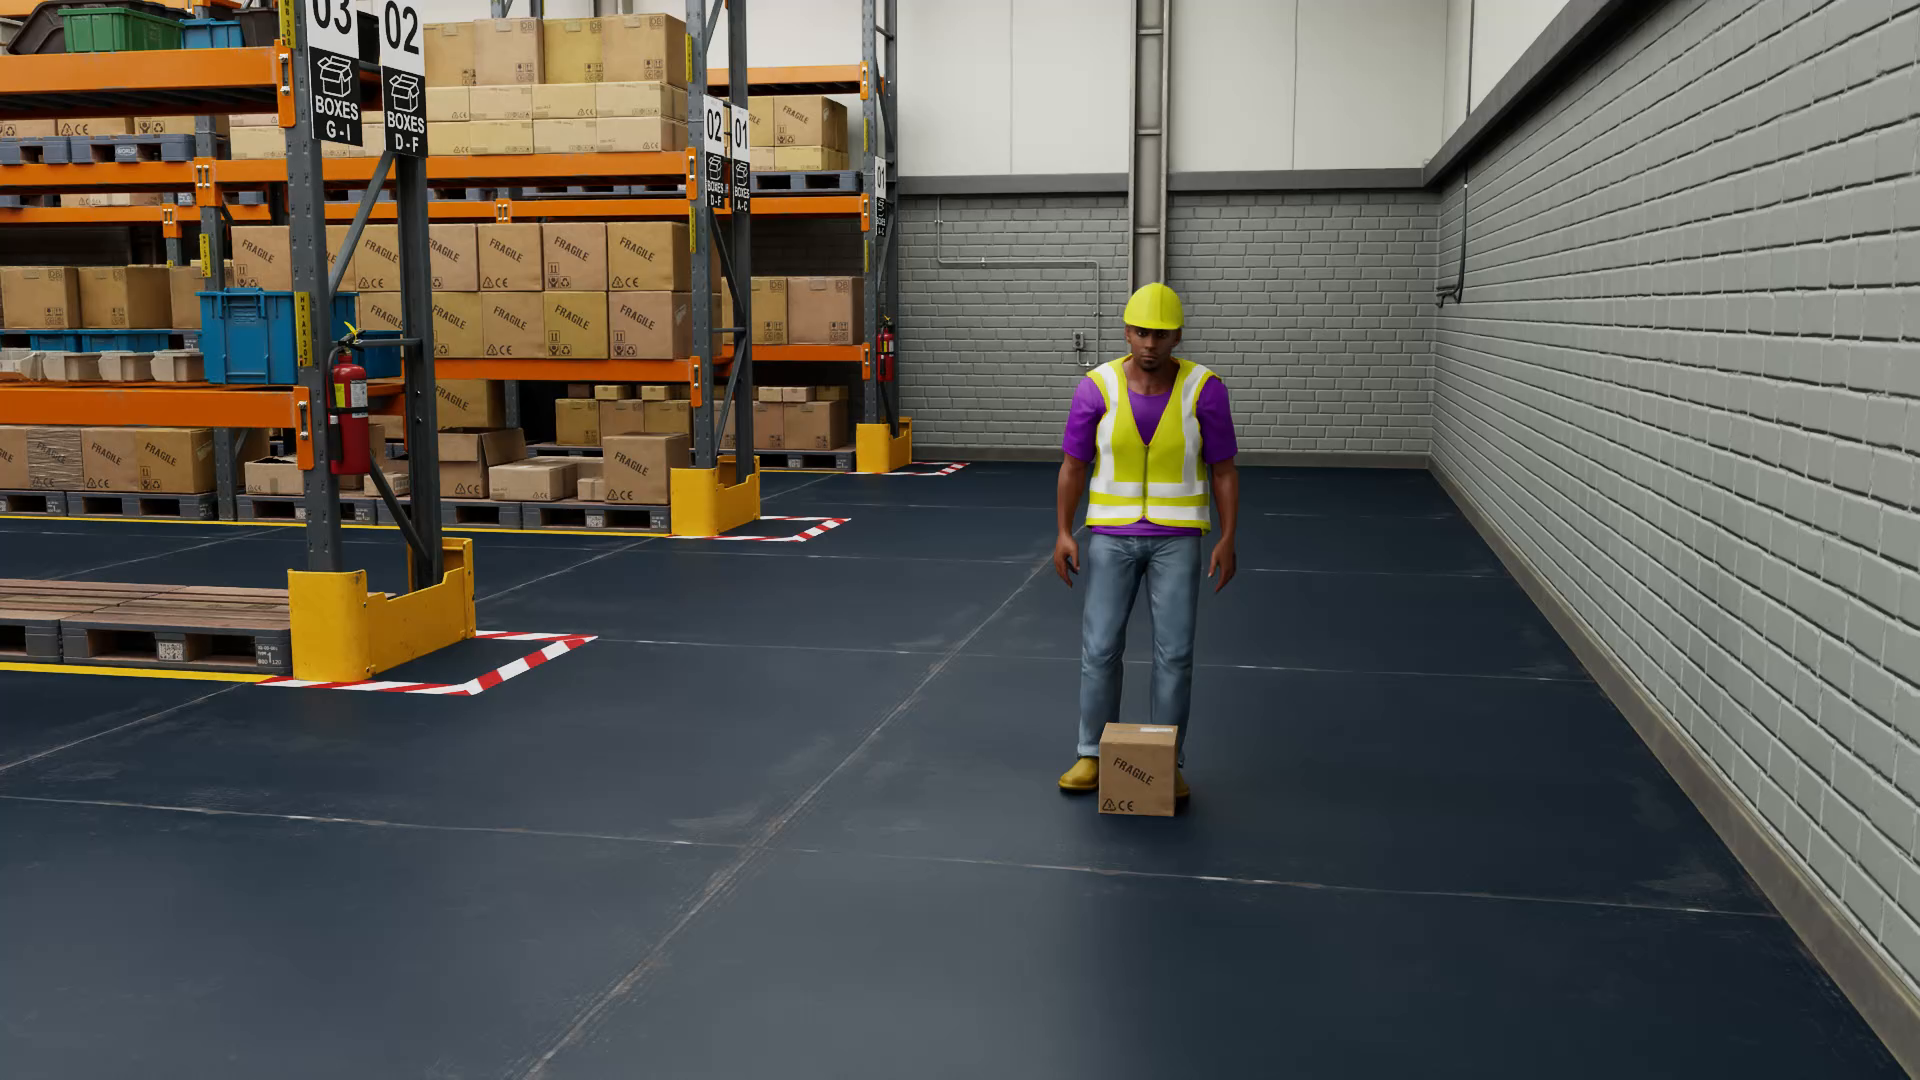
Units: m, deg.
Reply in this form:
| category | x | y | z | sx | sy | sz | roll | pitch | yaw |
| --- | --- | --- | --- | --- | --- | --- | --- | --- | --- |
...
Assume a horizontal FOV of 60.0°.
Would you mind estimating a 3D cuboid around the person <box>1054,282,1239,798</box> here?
| category | x | y | z | sx | sy | sz | roll | pitch | yaw |
| --- | --- | --- | --- | --- | --- | --- | --- | --- | --- |
| person | 0.641 | -0.001 | 5.750 | 0.633 | 1.760 | 0.463 | 1 | 8 | 10 |
